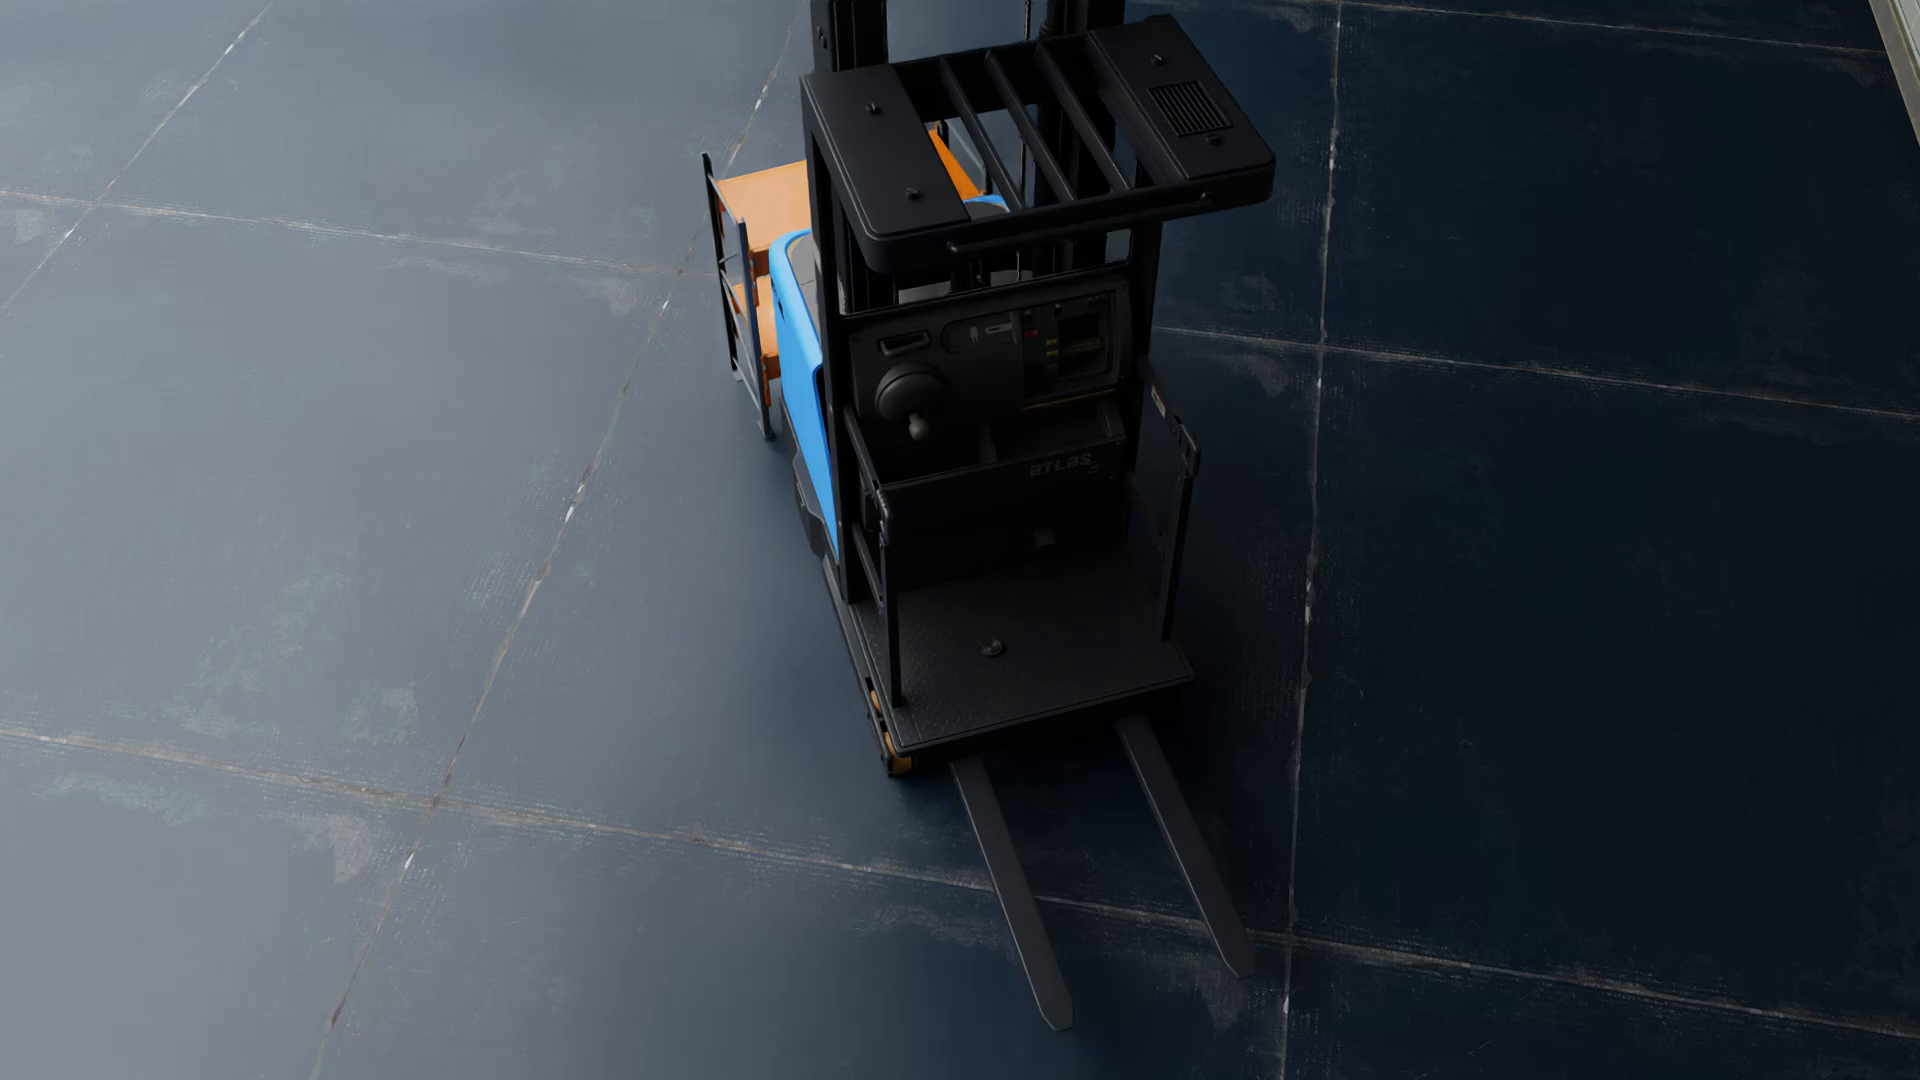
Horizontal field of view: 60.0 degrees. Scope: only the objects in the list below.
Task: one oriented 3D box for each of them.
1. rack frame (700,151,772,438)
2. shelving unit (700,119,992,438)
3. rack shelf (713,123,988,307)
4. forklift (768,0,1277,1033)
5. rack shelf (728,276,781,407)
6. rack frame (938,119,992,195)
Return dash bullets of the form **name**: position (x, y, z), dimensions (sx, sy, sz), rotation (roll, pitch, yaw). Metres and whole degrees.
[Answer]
- **rack frame**: position (-0.917, -0.988, 6.849), dimensions (0.032, 1.125, 0.500), rotation (-17, 50, -15)
- **shelving unit**: position (-0.449, -1.134, 6.981), dimensions (1.048, 1.125, 0.538), rotation (-17, 50, -15)
- **rack shelf**: position (-0.450, -1.331, 6.765), dimensions (1.000, 0.278, 0.538), rotation (-17, 50, -15)
- **forklift**: position (0.170, -0.478, 5.181), dimensions (1.130, 2.935, 3.031), rotation (-13, 49, -11)
- **rack shelf**: position (-0.448, -0.969, 7.161), dimensions (1.000, 0.278, 0.538), rotation (-17, 50, -15)
- **rack frame**: position (0.020, -1.280, 7.112), dimensions (0.032, 1.125, 0.500), rotation (-17, 50, -15)
